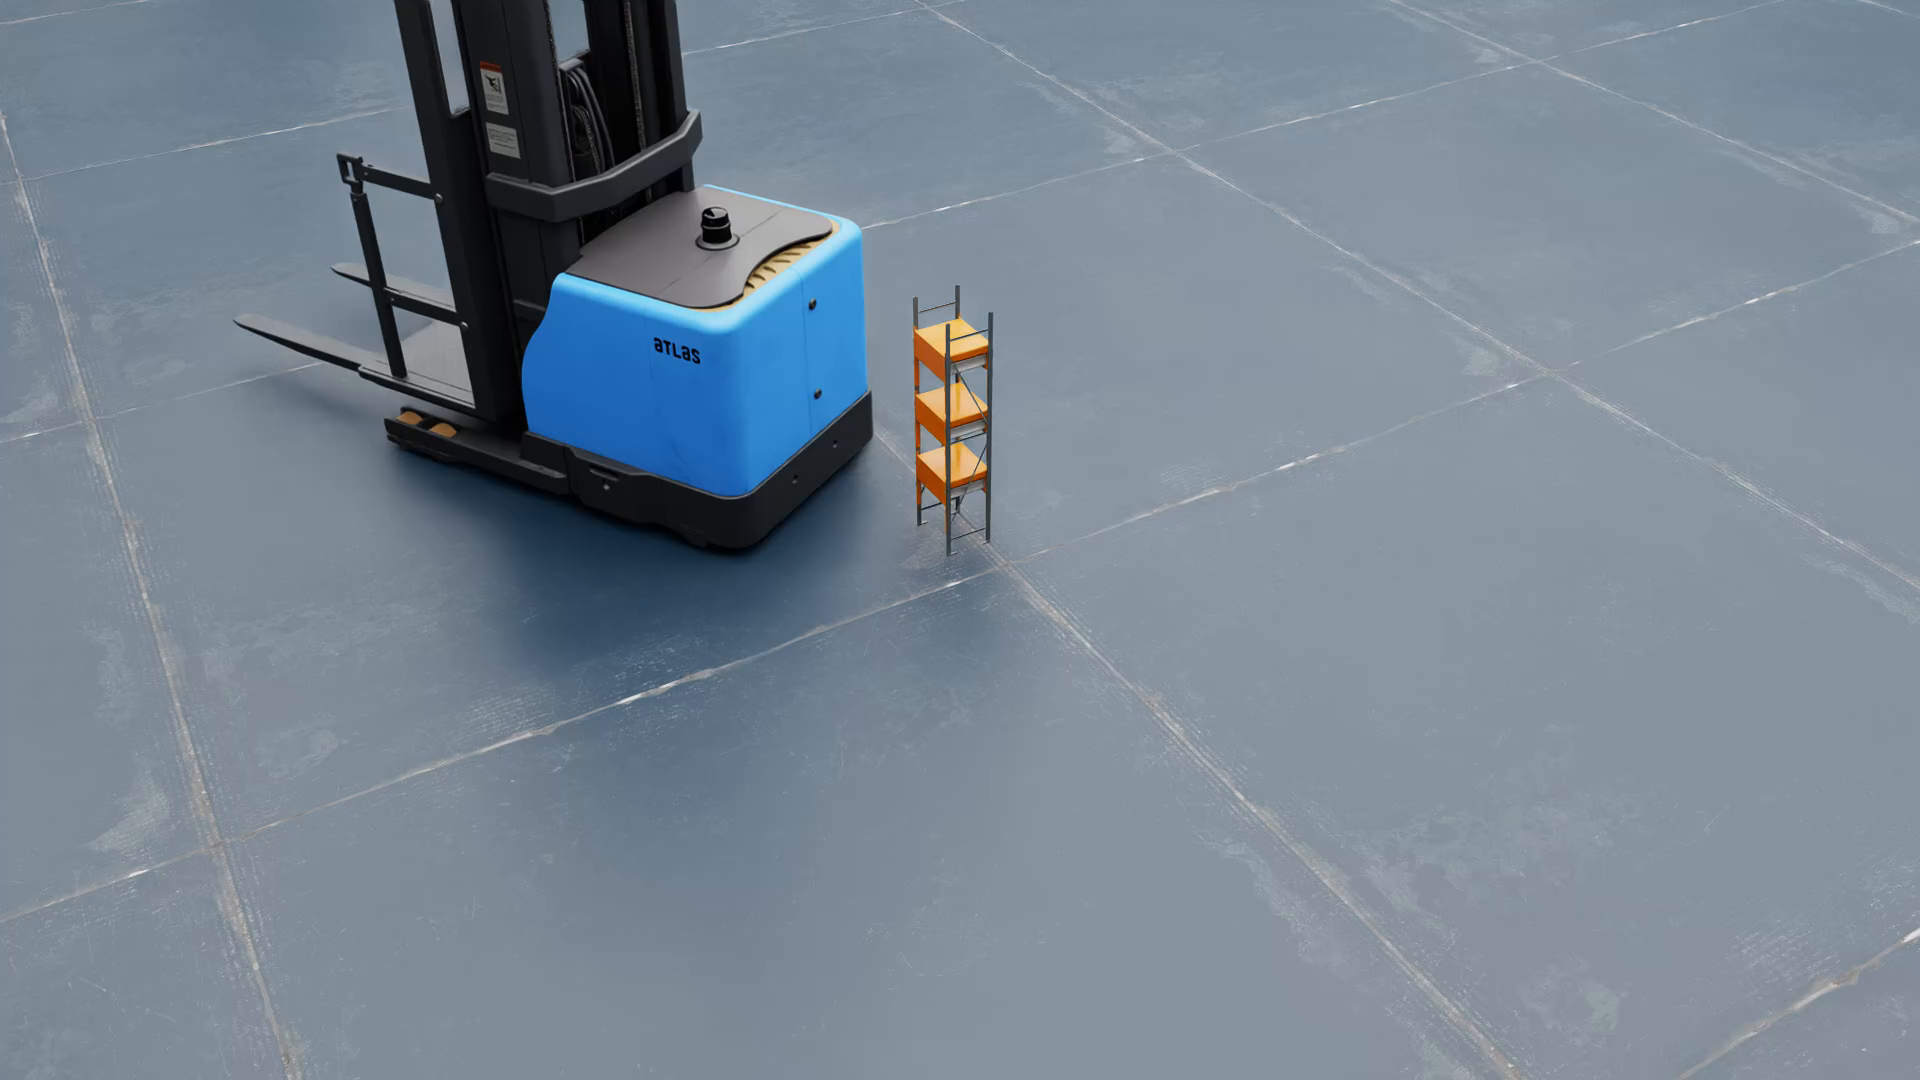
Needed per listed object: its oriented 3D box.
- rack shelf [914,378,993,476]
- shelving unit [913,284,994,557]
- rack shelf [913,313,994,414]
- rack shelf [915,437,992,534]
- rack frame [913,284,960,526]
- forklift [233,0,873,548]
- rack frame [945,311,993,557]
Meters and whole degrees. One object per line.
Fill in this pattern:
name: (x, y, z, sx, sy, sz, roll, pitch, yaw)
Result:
rack shelf: (-0.027, -0.443, 6.484, 0.215, 0.259, 0.240, -19, 40, -24)
shelving unit: (-0.027, -0.451, 6.478, 0.215, 1.050, 0.252, -19, 40, -24)
rack shelf: (-0.027, -0.672, 6.317, 0.215, 0.259, 0.240, -19, 40, -24)
rack shelf: (-0.027, -0.218, 6.648, 0.215, 0.259, 0.240, -19, 40, -24)
rack frame: (-0.088, -0.513, 6.563, 0.200, 1.050, 0.008, -19, 40, -24)
forklift: (-1.919, -1.773, 6.693, 3.031, 2.935, 1.130, 18, 40, 23)
rack frame: (0.034, -0.389, 6.393, 0.200, 1.050, 0.008, -19, 40, -24)
